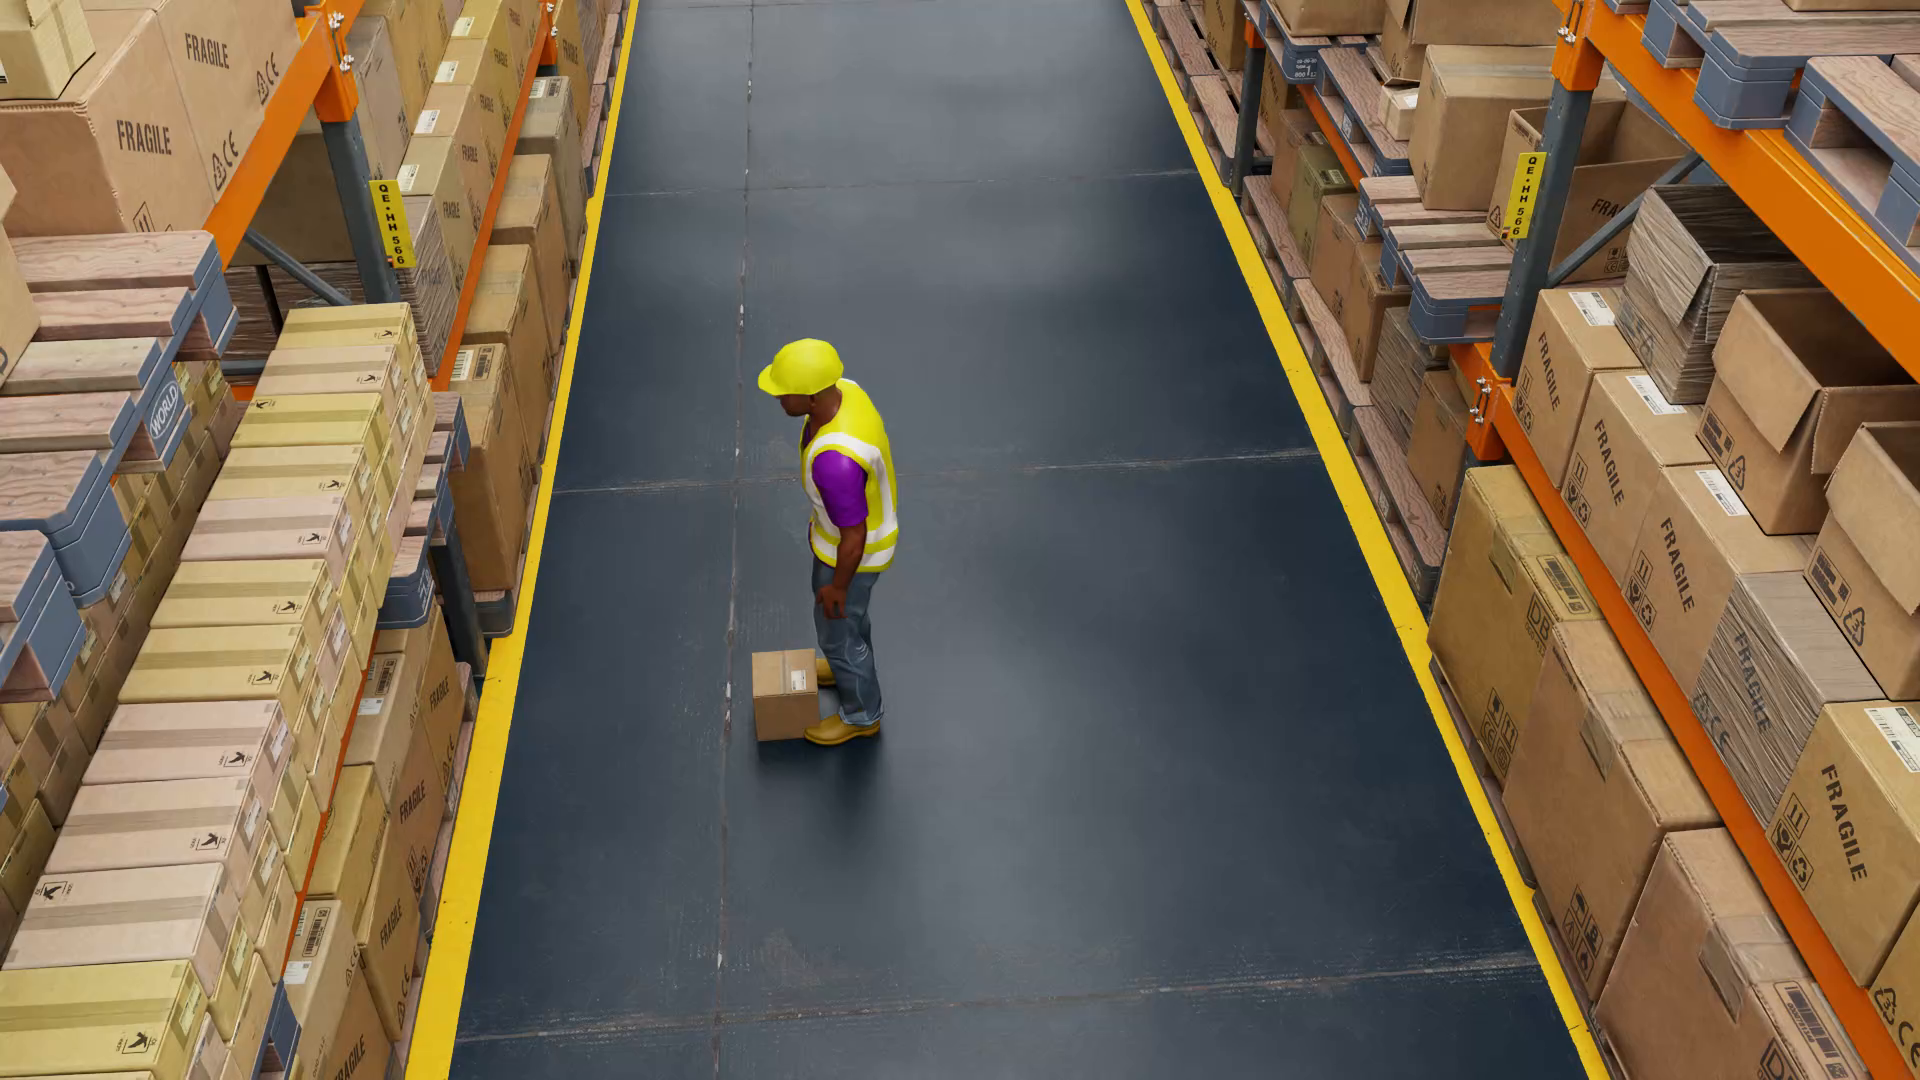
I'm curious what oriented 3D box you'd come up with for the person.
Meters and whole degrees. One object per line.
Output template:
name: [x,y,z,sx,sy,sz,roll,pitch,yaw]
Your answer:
person: [-0.458,0.002,6.138,0.461,1.760,0.625,-3,39,-4]
